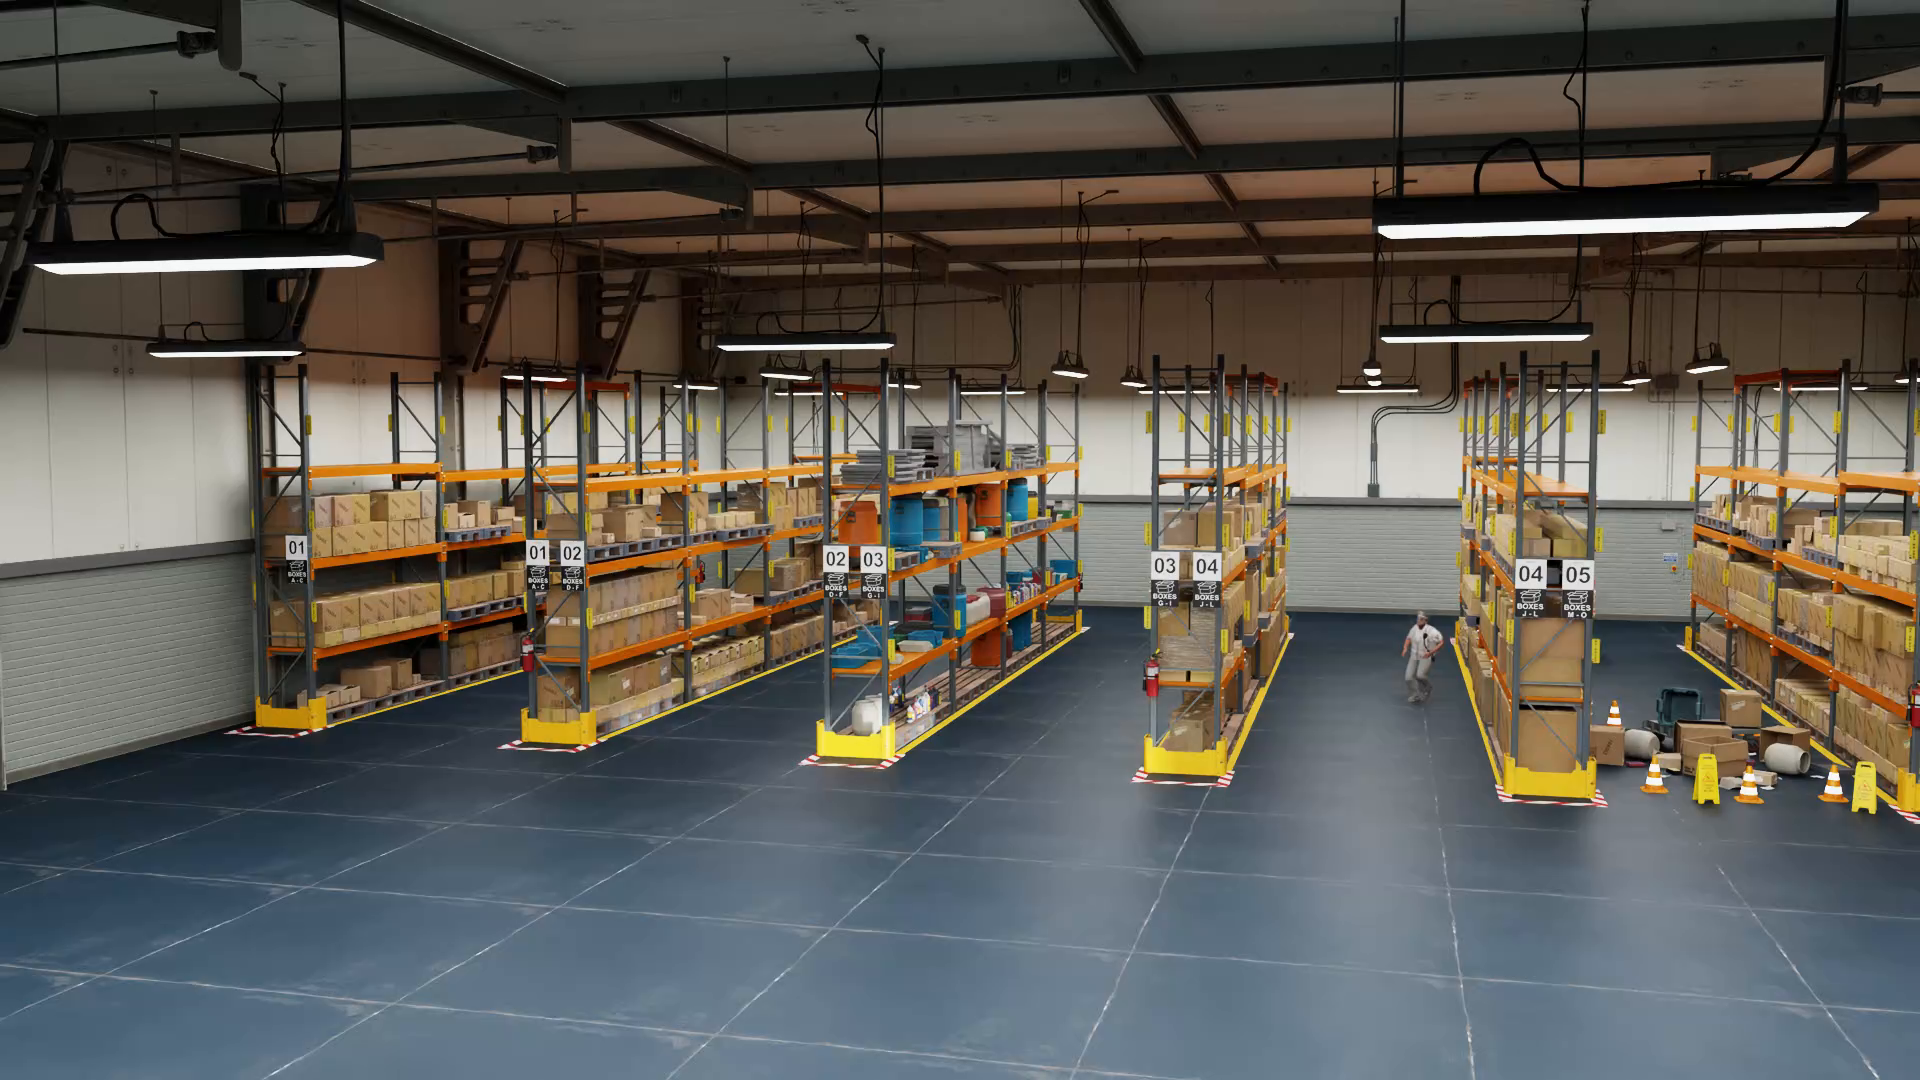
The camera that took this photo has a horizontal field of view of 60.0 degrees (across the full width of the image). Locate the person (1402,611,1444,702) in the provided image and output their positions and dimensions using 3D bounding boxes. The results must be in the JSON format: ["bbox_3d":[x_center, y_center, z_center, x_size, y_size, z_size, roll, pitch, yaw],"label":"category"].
[{"bbox_3d":[8.328,2.110,29.934,0.748,1.689,0.586,3,5,41],"label":"person"}]

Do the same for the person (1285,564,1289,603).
[{"bbox_3d":[7.755,1.406,40.532,0.392,1.662,0.767,-1,4,-11],"label":"person"}]
